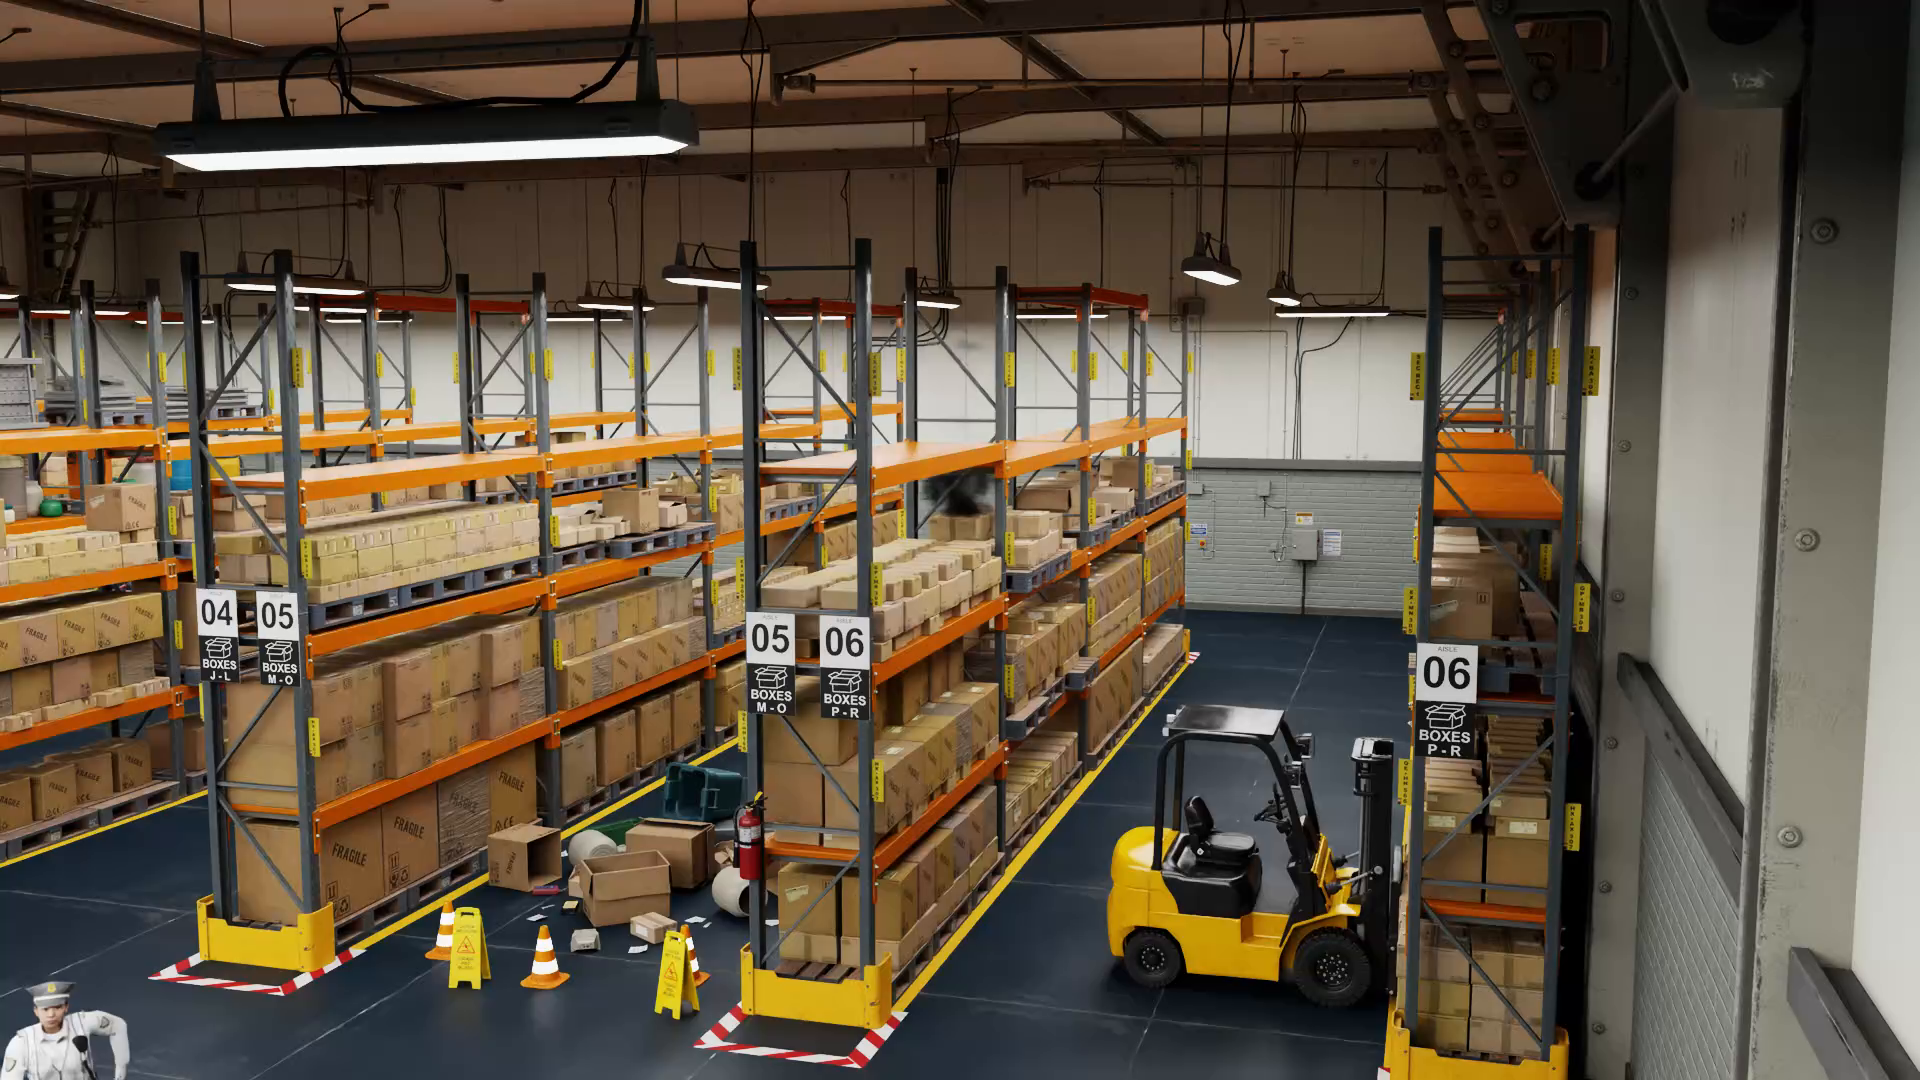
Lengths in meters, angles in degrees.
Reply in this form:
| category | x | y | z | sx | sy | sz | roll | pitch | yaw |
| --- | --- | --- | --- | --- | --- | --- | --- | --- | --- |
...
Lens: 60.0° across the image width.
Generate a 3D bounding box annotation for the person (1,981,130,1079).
| category | x | y | z | sx | sy | sz | roll | pitch | yaw |
| --- | --- | --- | --- | --- | --- | --- | --- | --- | --- |
| person | -5.092 | 3.270 | 9.490 | 0.642 | 1.669 | 0.782 | -3 | 7 | -24 |
